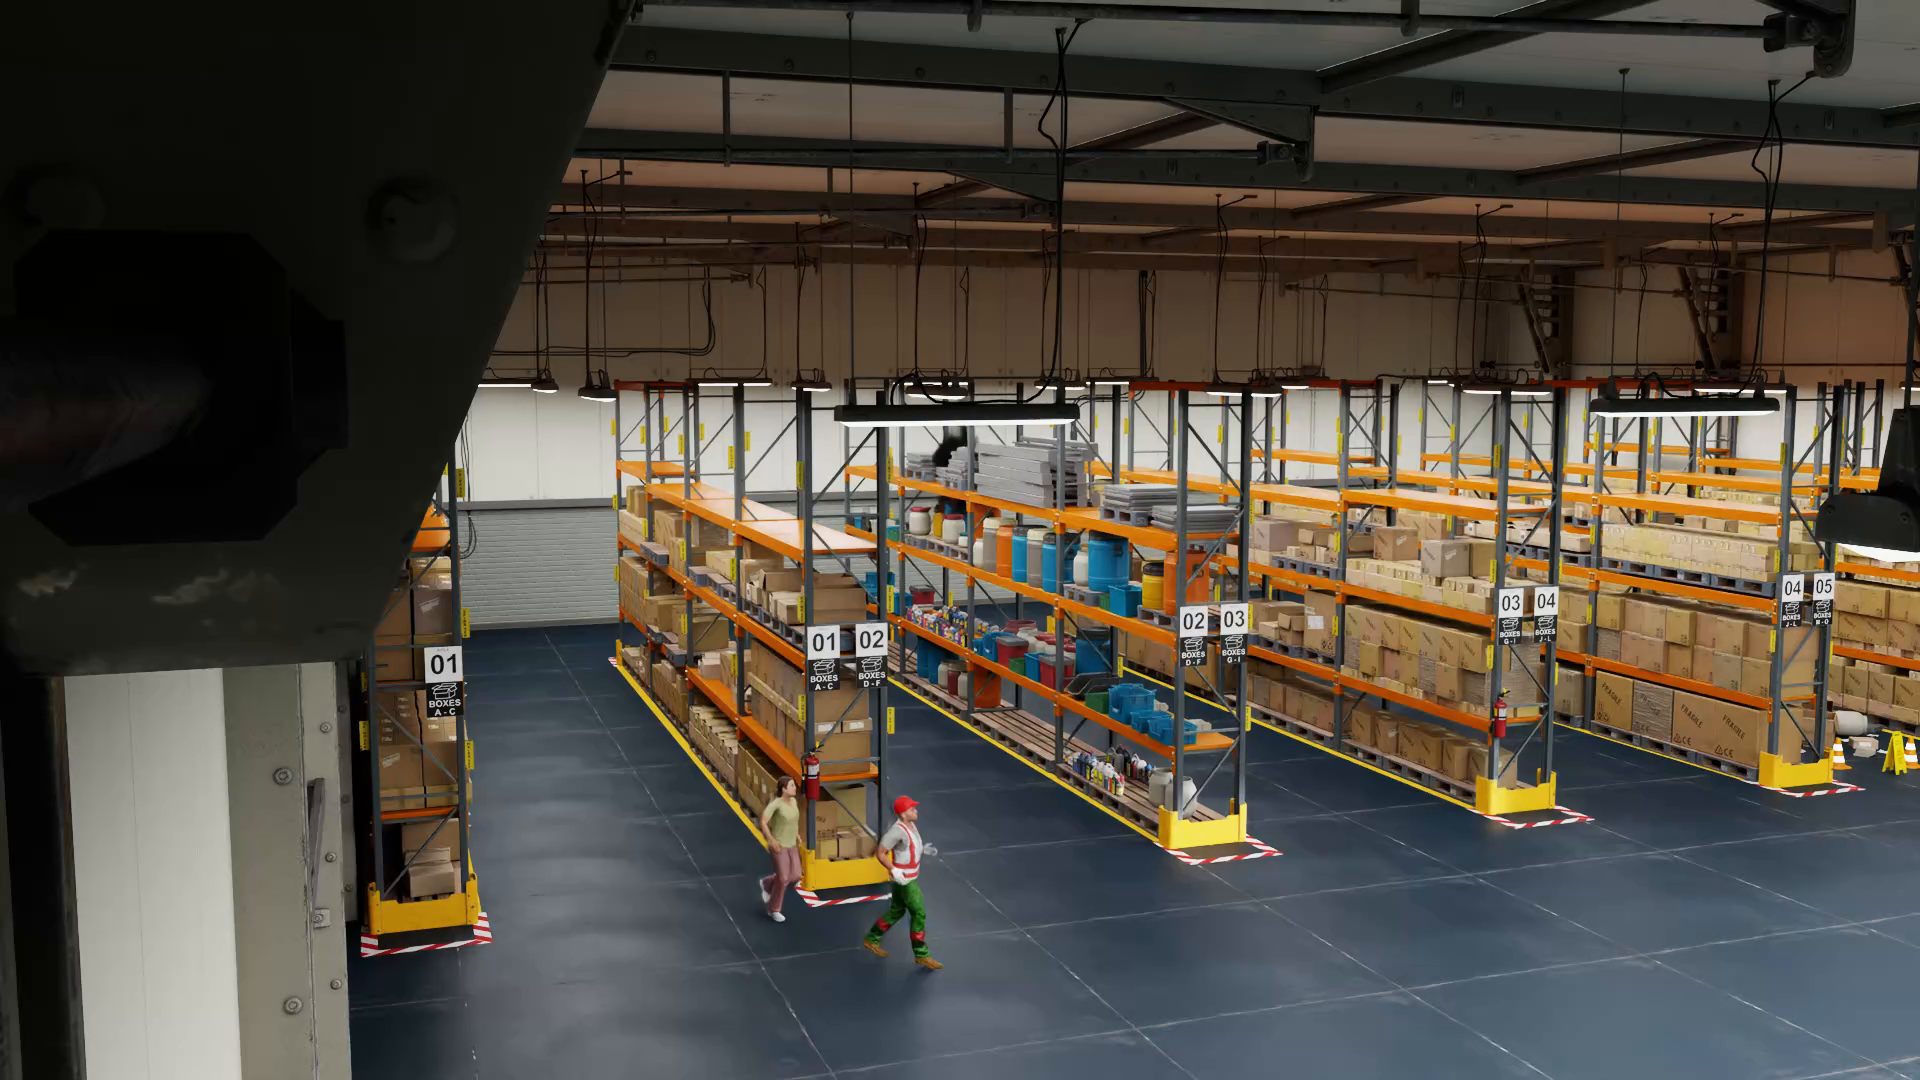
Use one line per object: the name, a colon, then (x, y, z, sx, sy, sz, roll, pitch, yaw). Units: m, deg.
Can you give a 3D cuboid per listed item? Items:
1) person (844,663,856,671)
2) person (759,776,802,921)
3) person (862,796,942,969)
person: (-1.889, 2.534, 28.180, 0.589, 1.670, 0.794, -4, 7, -35)
person: (-2.064, 3.516, 19.186, 0.561, 1.615, 0.621, 5, 8, 37)
person: (-0.608, 3.570, 17.474, 0.873, 1.810, 0.638, 1, 6, 6)
